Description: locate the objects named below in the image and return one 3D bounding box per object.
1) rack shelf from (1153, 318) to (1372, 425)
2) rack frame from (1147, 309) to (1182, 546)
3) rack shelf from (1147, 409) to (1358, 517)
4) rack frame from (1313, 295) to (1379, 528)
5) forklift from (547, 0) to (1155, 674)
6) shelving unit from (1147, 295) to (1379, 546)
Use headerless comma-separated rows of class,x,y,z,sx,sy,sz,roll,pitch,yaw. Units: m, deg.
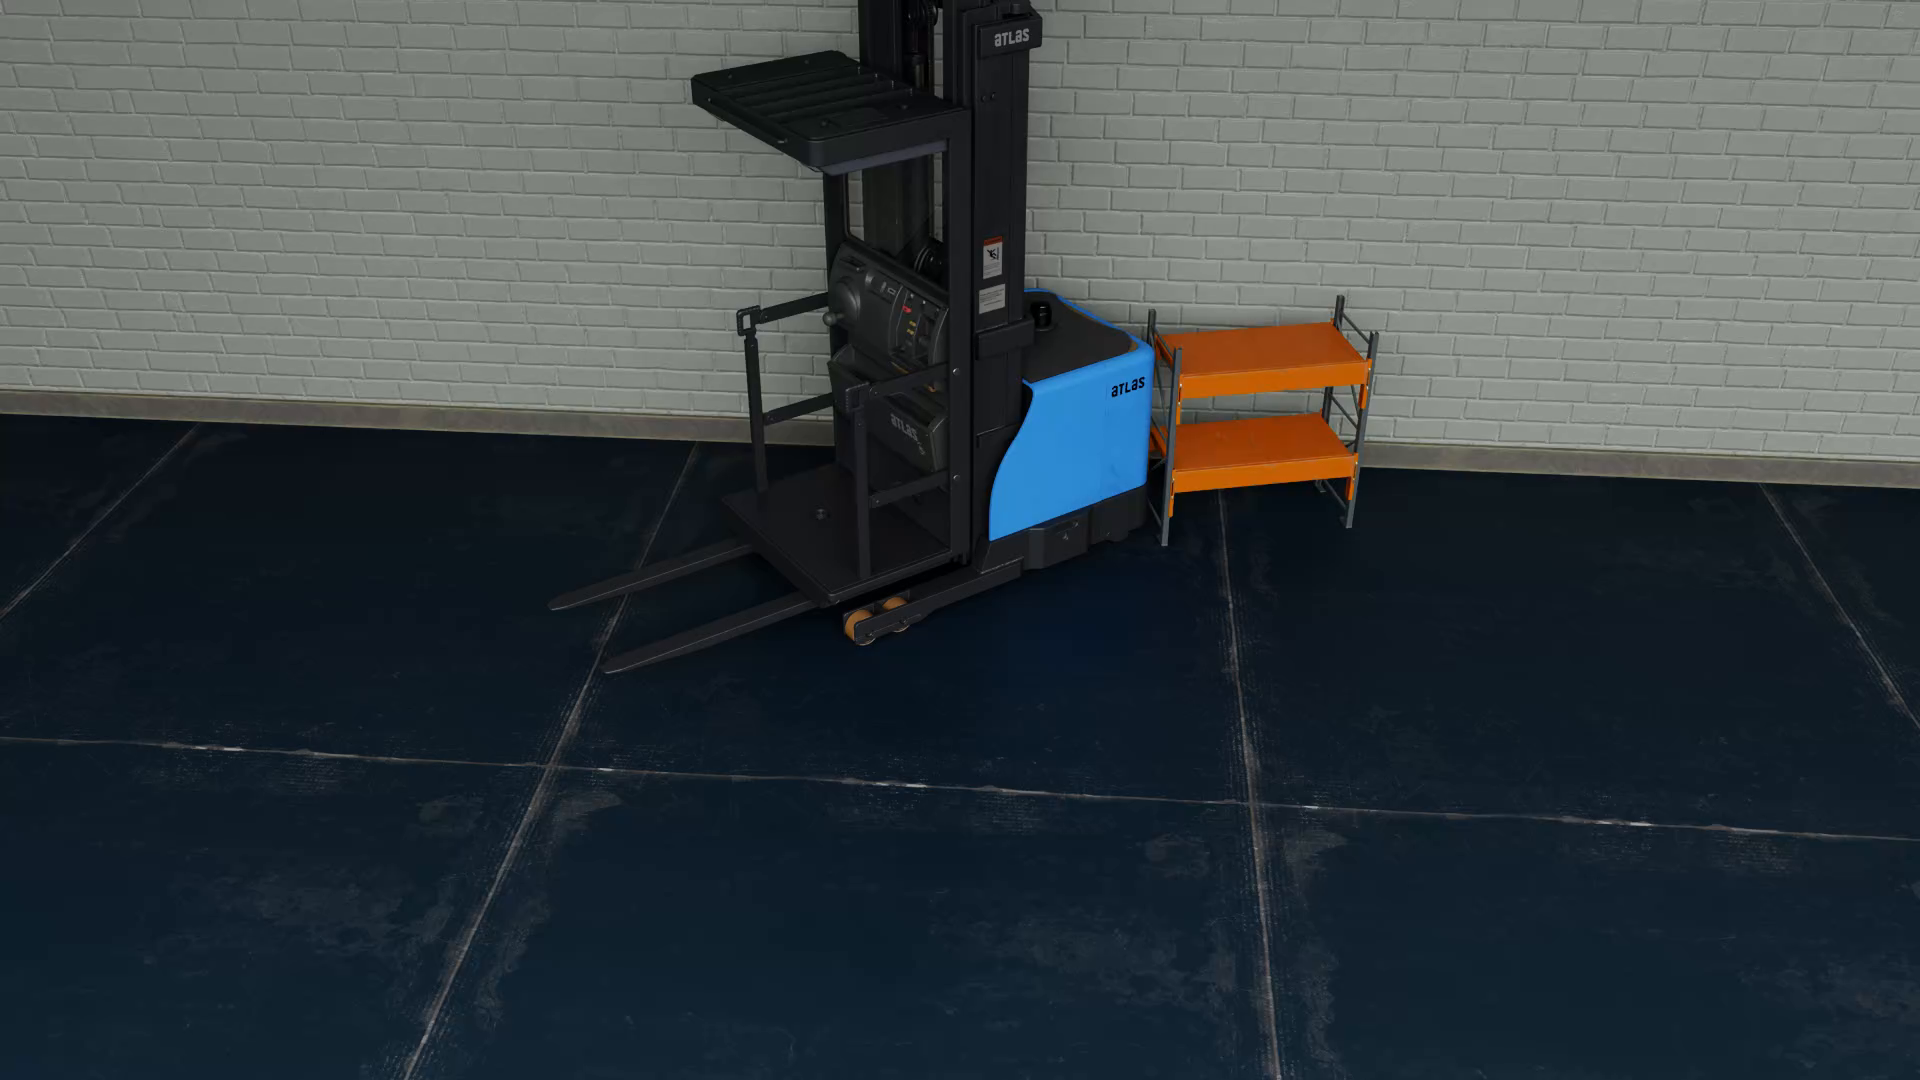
rack shelf,1.526,-0.873,8.537,1.000,0.278,0.538,-5,32,-9
rack frame,1.026,-0.576,8.613,0.032,1.125,0.500,-5,32,-9
rack shelf,1.526,-0.416,8.818,1.000,0.278,0.538,-5,32,-9
rack frame,2.026,-0.671,8.767,0.032,1.125,0.500,-5,32,-9
forklift,-0.514,-1.062,7.679,3.031,2.935,1.130,-20,37,-29
shelving unit,1.526,-0.624,8.690,1.048,1.125,0.538,-5,32,-9
